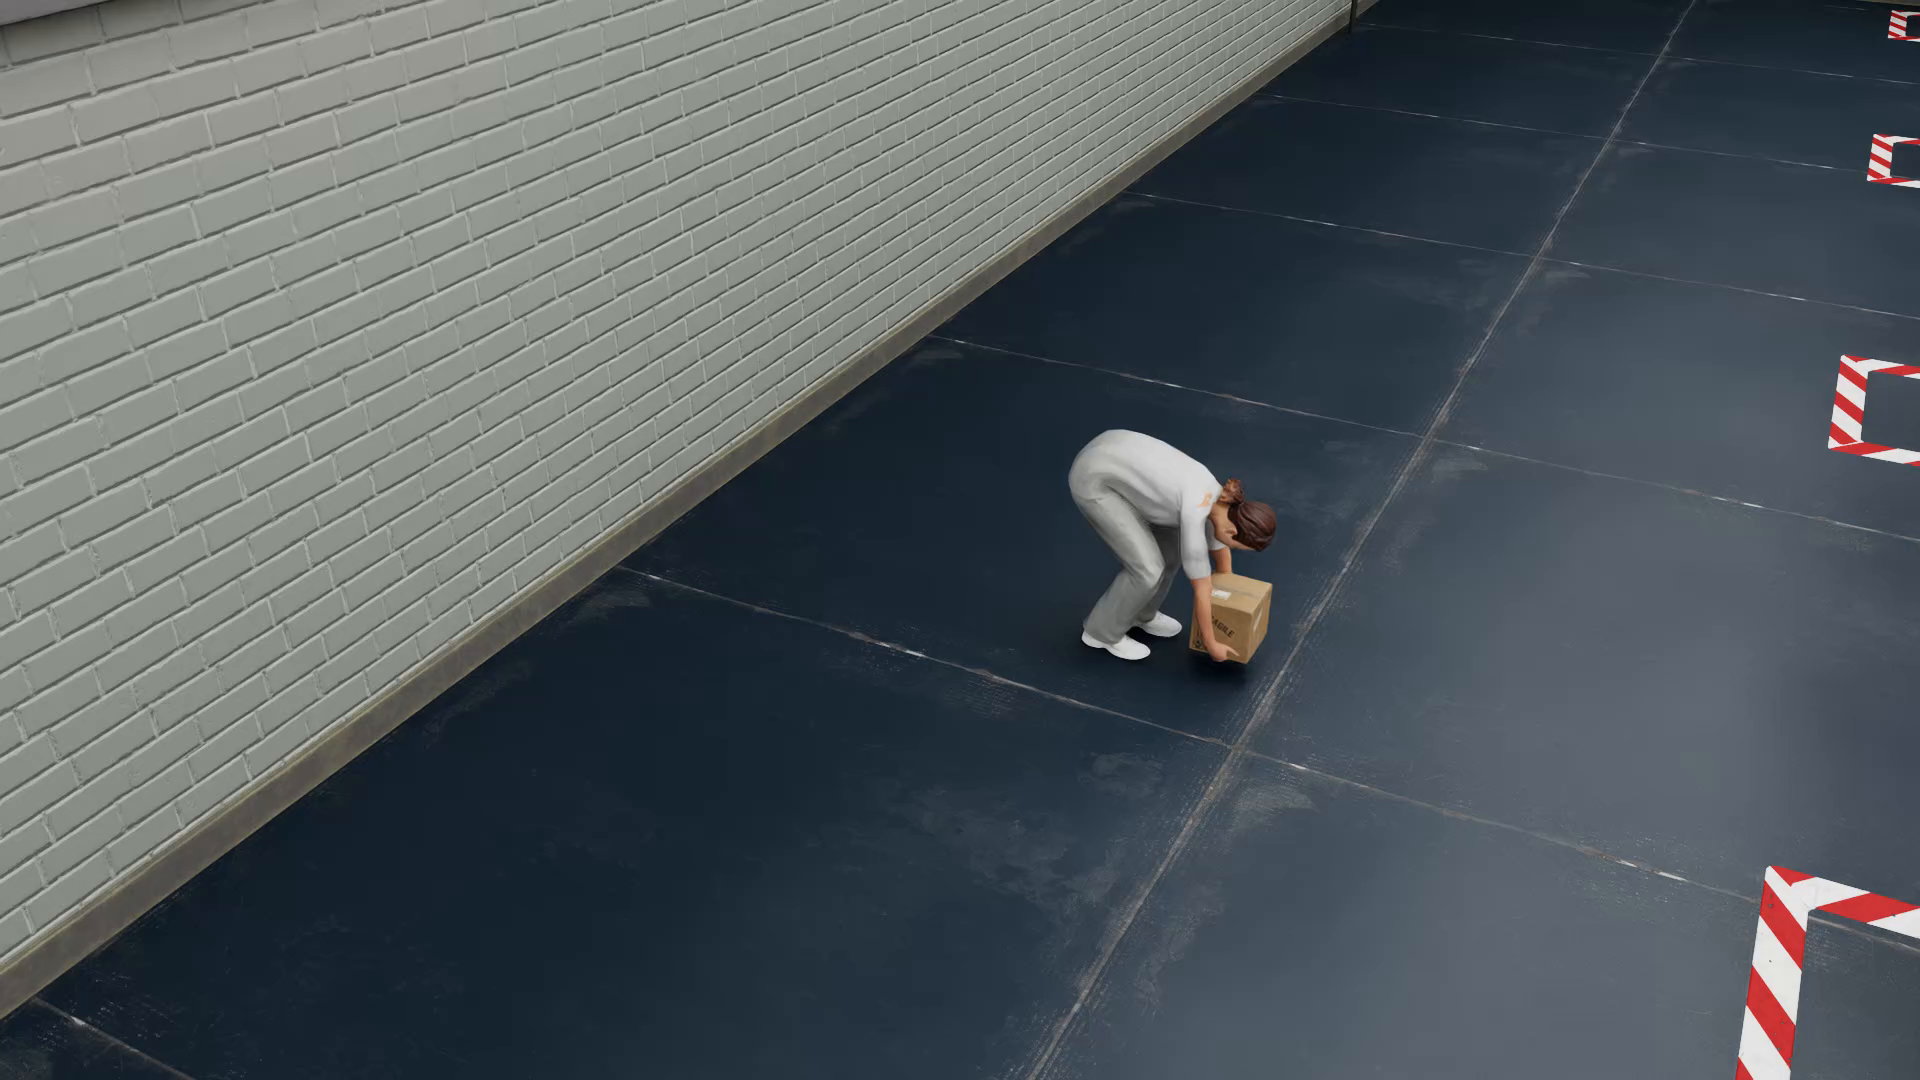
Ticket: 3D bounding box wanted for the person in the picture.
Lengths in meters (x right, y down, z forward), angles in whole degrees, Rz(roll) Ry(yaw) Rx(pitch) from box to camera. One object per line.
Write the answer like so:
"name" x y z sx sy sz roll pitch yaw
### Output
"person" 0.854 0.045 6.790 0.853 0.935 0.452 13 33 21
